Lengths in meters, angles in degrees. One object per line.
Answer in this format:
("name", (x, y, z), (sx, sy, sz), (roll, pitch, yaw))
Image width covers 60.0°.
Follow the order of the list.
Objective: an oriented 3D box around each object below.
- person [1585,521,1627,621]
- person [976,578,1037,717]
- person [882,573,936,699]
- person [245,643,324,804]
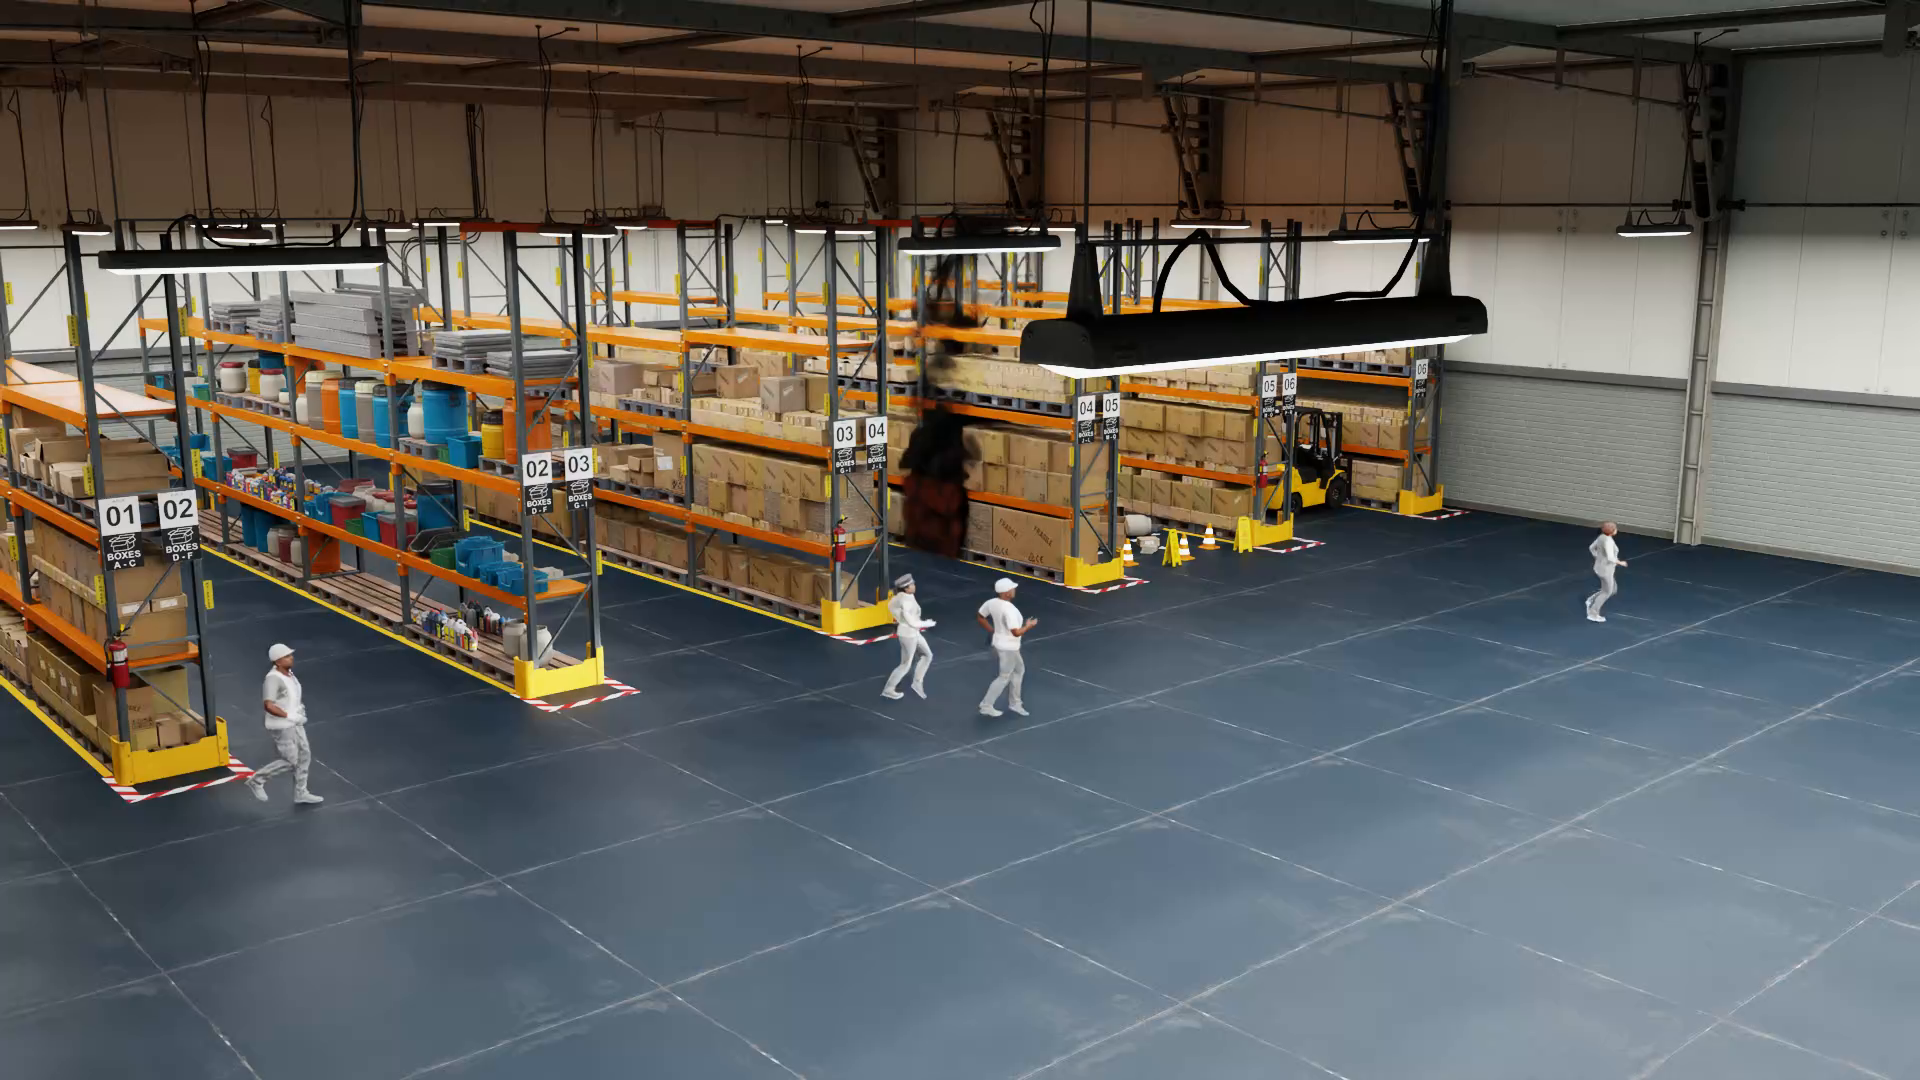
("person", (9.939, 0.476, 25.534), (0.545, 1.559, 0.566), (1, 11, 4))
("person", (0.576, 1.363, 20.633), (0.731, 1.824, 0.676), (-3, 12, -16))
("person", (-0.666, 1.255, 21.492), (0.706, 1.711, 0.618), (-1, 11, -5))
("person", (-7.236, 1.965, 17.712), (0.758, 1.772, 0.708), (-2, 12, -8))
